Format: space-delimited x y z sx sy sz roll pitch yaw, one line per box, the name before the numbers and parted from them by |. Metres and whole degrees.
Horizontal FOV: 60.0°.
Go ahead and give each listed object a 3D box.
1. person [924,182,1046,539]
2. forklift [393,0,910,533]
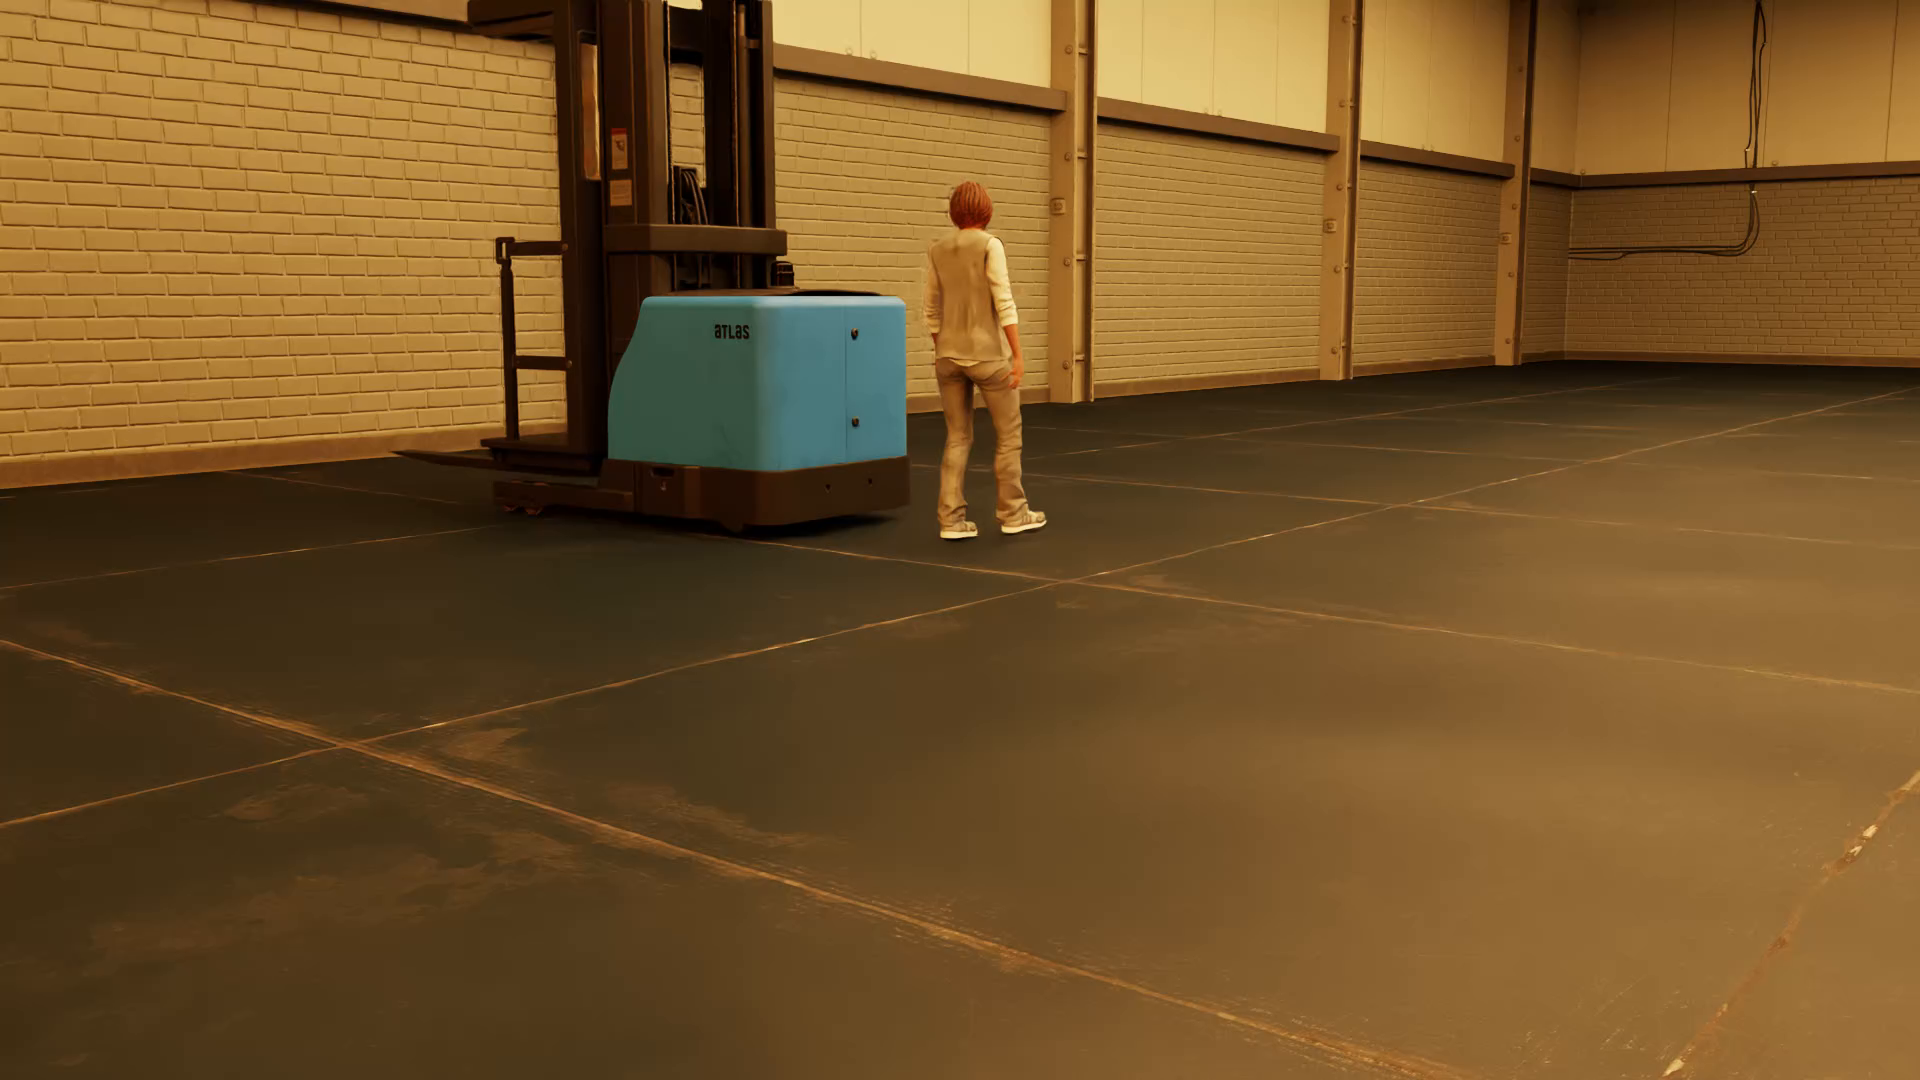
person | 0.097 -0.802 7.466 0.573 1.576 0.621 5 10 32
forklift | -1.729 -1.627 8.399 3.031 2.935 1.130 6 10 36
